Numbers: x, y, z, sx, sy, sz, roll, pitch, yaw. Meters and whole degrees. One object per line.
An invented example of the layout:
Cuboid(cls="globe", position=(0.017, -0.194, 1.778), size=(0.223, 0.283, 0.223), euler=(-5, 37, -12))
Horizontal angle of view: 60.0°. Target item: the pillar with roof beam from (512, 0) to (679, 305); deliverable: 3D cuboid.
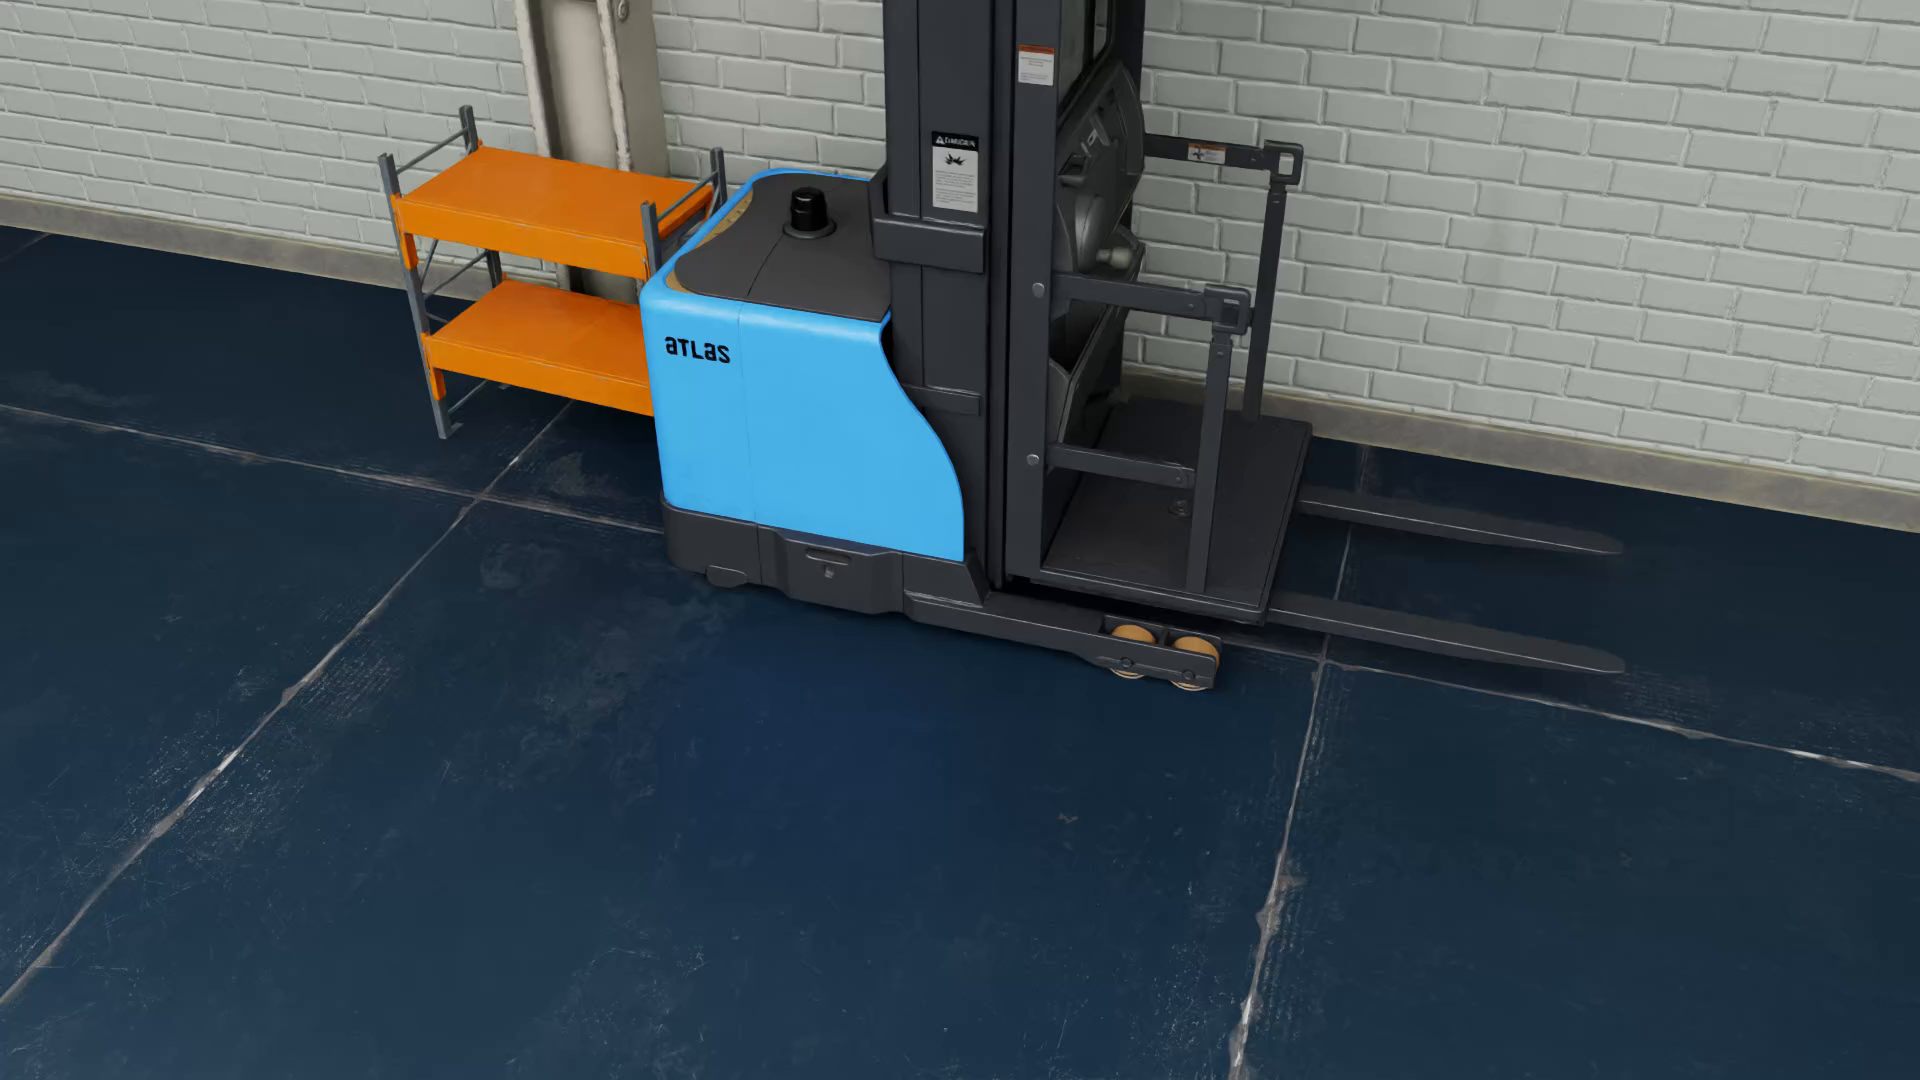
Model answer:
Cuboid(cls="pillar with roof beam", position=(-2.652, -2.009, 0.889), size=(0.400, 9.000, 9.100), euler=(10, 38, 14))

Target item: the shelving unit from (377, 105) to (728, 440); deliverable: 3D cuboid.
Cuboid(cls="shelving unit", position=(-1.386, -0.861, 5.970), size=(1.048, 1.125, 0.538), euler=(13, 38, 17))

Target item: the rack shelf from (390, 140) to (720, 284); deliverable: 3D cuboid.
Cuboid(cls="rack shelf", position=(-1.386, -1.096, 5.797), size=(1.000, 0.278, 0.538), euler=(13, 38, 17))

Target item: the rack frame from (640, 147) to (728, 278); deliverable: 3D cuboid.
Cuboid(cls="rack frame", position=(-0.914, -0.749, 5.818), size=(0.032, 1.125, 0.500), euler=(13, 38, 17))

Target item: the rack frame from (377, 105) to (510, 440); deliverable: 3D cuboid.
Cuboid(cls="rack frame", position=(-1.858, -0.972, 6.122), size=(0.032, 1.125, 0.500), euler=(13, 38, 17))

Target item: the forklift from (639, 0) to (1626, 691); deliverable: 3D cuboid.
Cuboid(cls="forklift", position=(0.594, -1.070, 4.731), size=(3.031, 2.935, 1.130), euler=(10, 38, 14))

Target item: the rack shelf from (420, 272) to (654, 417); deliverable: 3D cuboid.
Cuboid(cls="rack shelf", position=(-1.386, -0.664, 6.115), size=(1.000, 0.278, 0.538), euler=(13, 38, 17))
